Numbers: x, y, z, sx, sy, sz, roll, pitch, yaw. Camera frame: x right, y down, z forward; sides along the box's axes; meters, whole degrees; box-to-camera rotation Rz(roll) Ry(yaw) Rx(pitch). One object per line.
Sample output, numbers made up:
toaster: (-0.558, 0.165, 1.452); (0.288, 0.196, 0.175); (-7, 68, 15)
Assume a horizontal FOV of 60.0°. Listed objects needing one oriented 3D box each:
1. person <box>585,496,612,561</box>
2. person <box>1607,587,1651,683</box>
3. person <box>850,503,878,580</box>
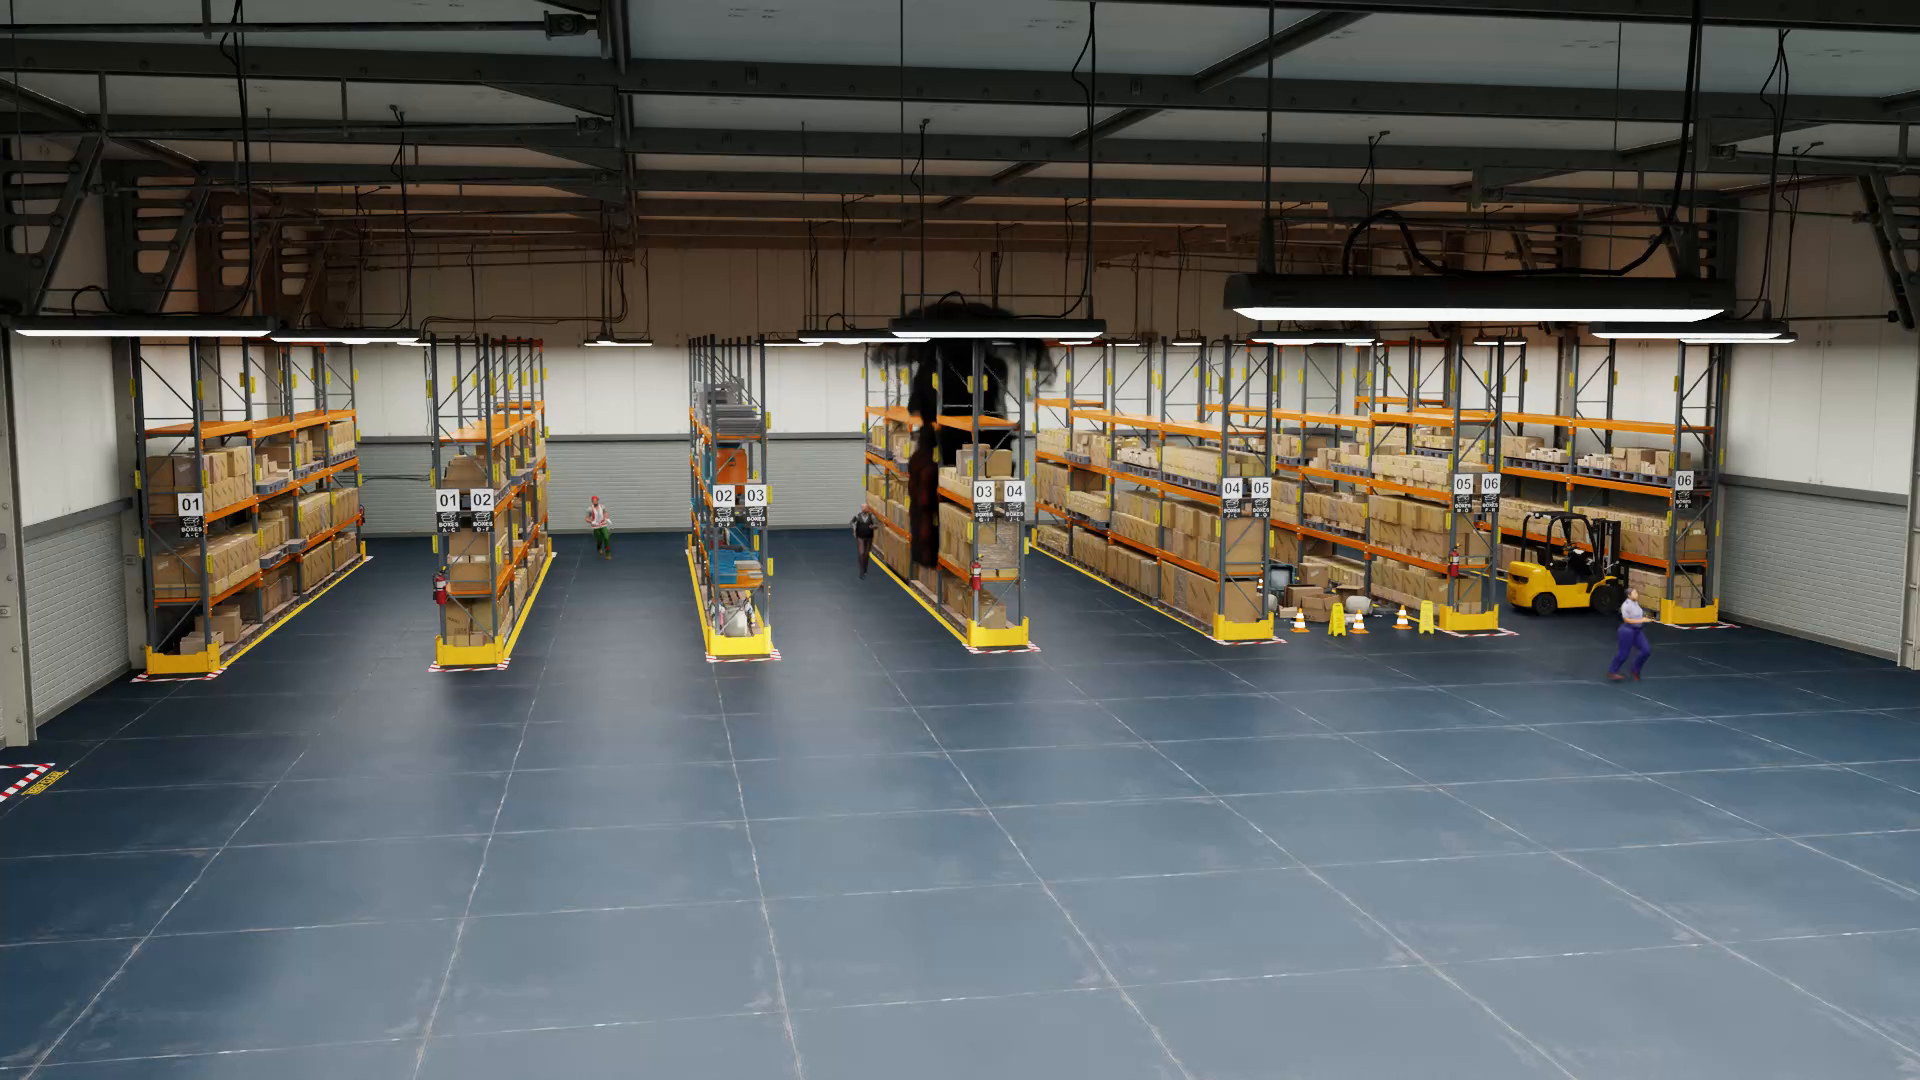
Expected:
person: (-9.866, -0.335, 45.348); (0.711, 1.767, 0.881); (-3, 7, -27)
person: (11.546, 1.651, 28.614); (0.576, 1.674, 0.708); (-5, 8, -39)
person: (-2.282, 0.012, 39.910); (0.644, 1.804, 0.769); (-2, 7, -13)
